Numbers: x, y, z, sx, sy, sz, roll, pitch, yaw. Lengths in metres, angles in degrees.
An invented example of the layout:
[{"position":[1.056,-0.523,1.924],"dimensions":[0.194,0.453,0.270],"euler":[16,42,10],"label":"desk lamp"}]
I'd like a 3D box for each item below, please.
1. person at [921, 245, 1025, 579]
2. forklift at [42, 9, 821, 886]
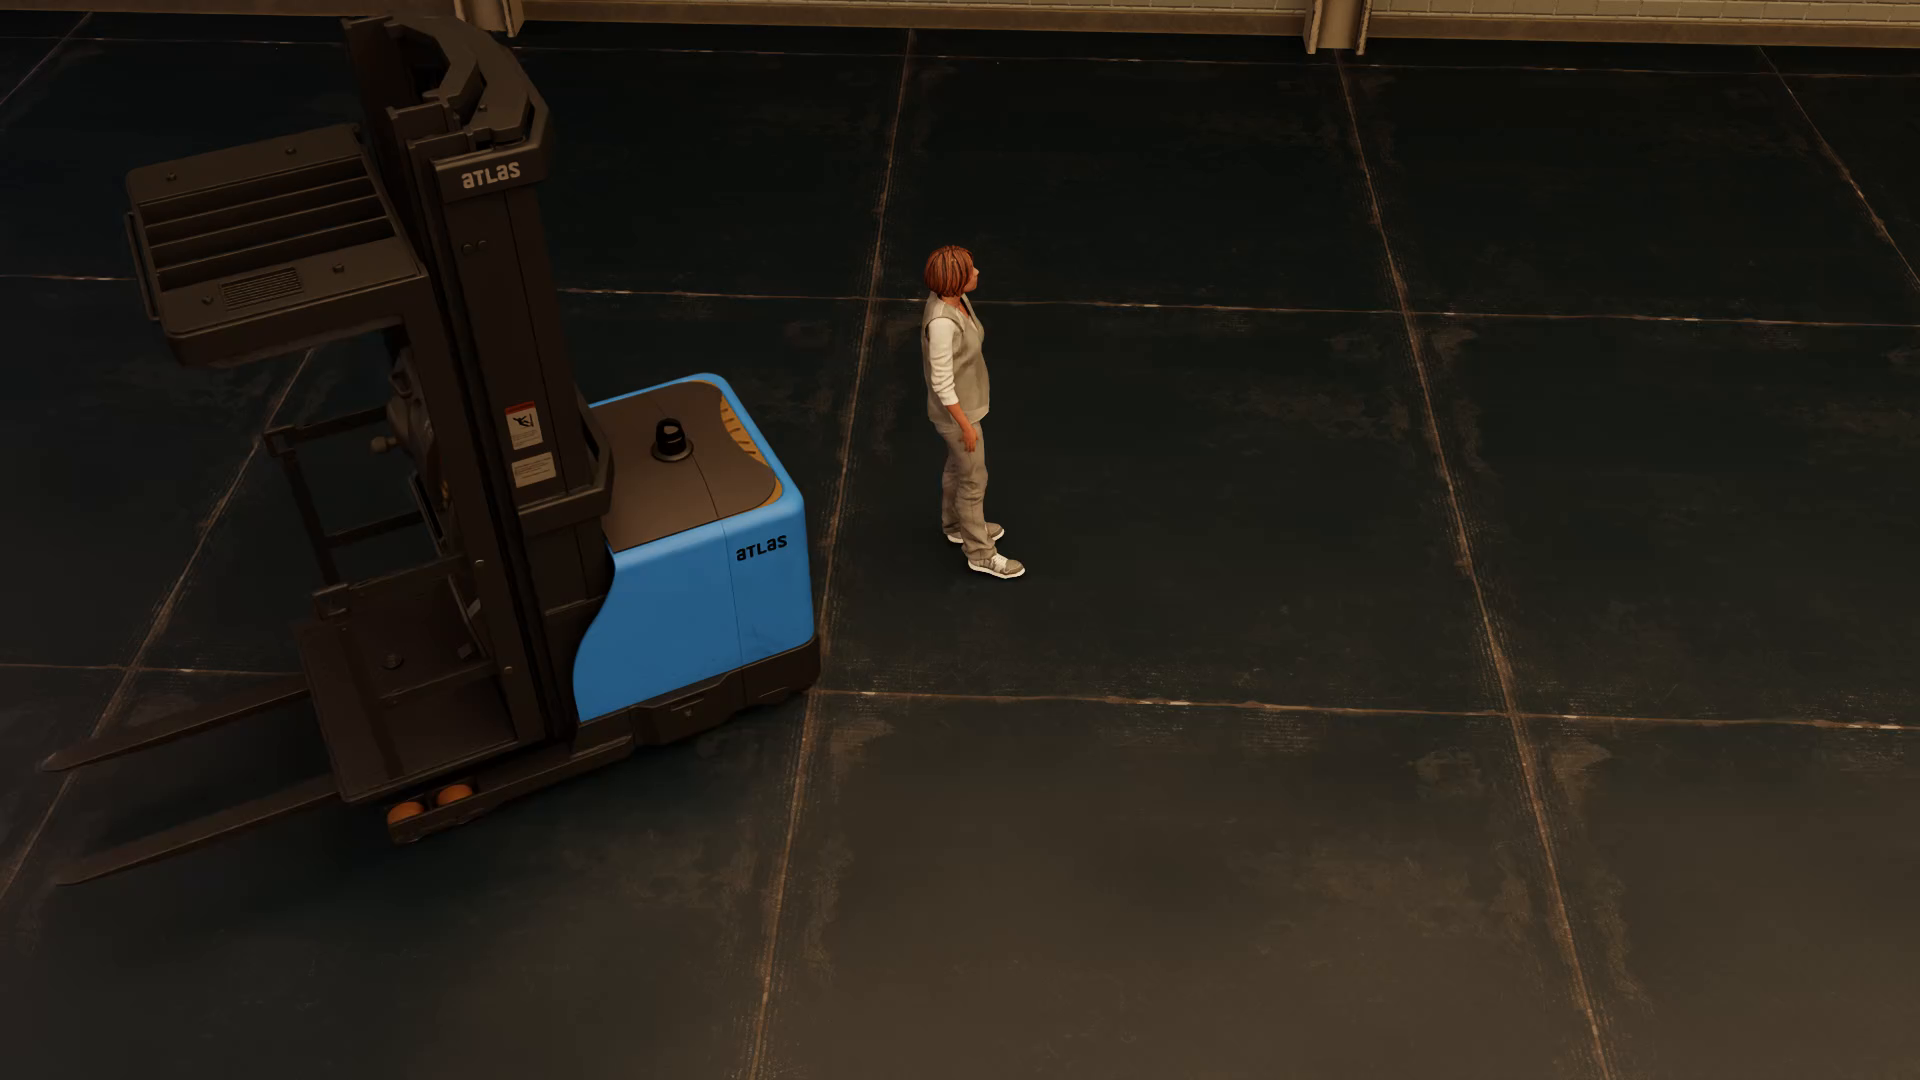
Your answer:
[{"position":[0.073,-0.584,7.360],"dimensions":[0.475,1.596,0.521],"euler":[2,42,2],"label":"person"},{"position":[-2.153,-0.292,6.062],"dimensions":[3.031,2.935,1.130],"euler":[-19,46,-19],"label":"forklift"}]
